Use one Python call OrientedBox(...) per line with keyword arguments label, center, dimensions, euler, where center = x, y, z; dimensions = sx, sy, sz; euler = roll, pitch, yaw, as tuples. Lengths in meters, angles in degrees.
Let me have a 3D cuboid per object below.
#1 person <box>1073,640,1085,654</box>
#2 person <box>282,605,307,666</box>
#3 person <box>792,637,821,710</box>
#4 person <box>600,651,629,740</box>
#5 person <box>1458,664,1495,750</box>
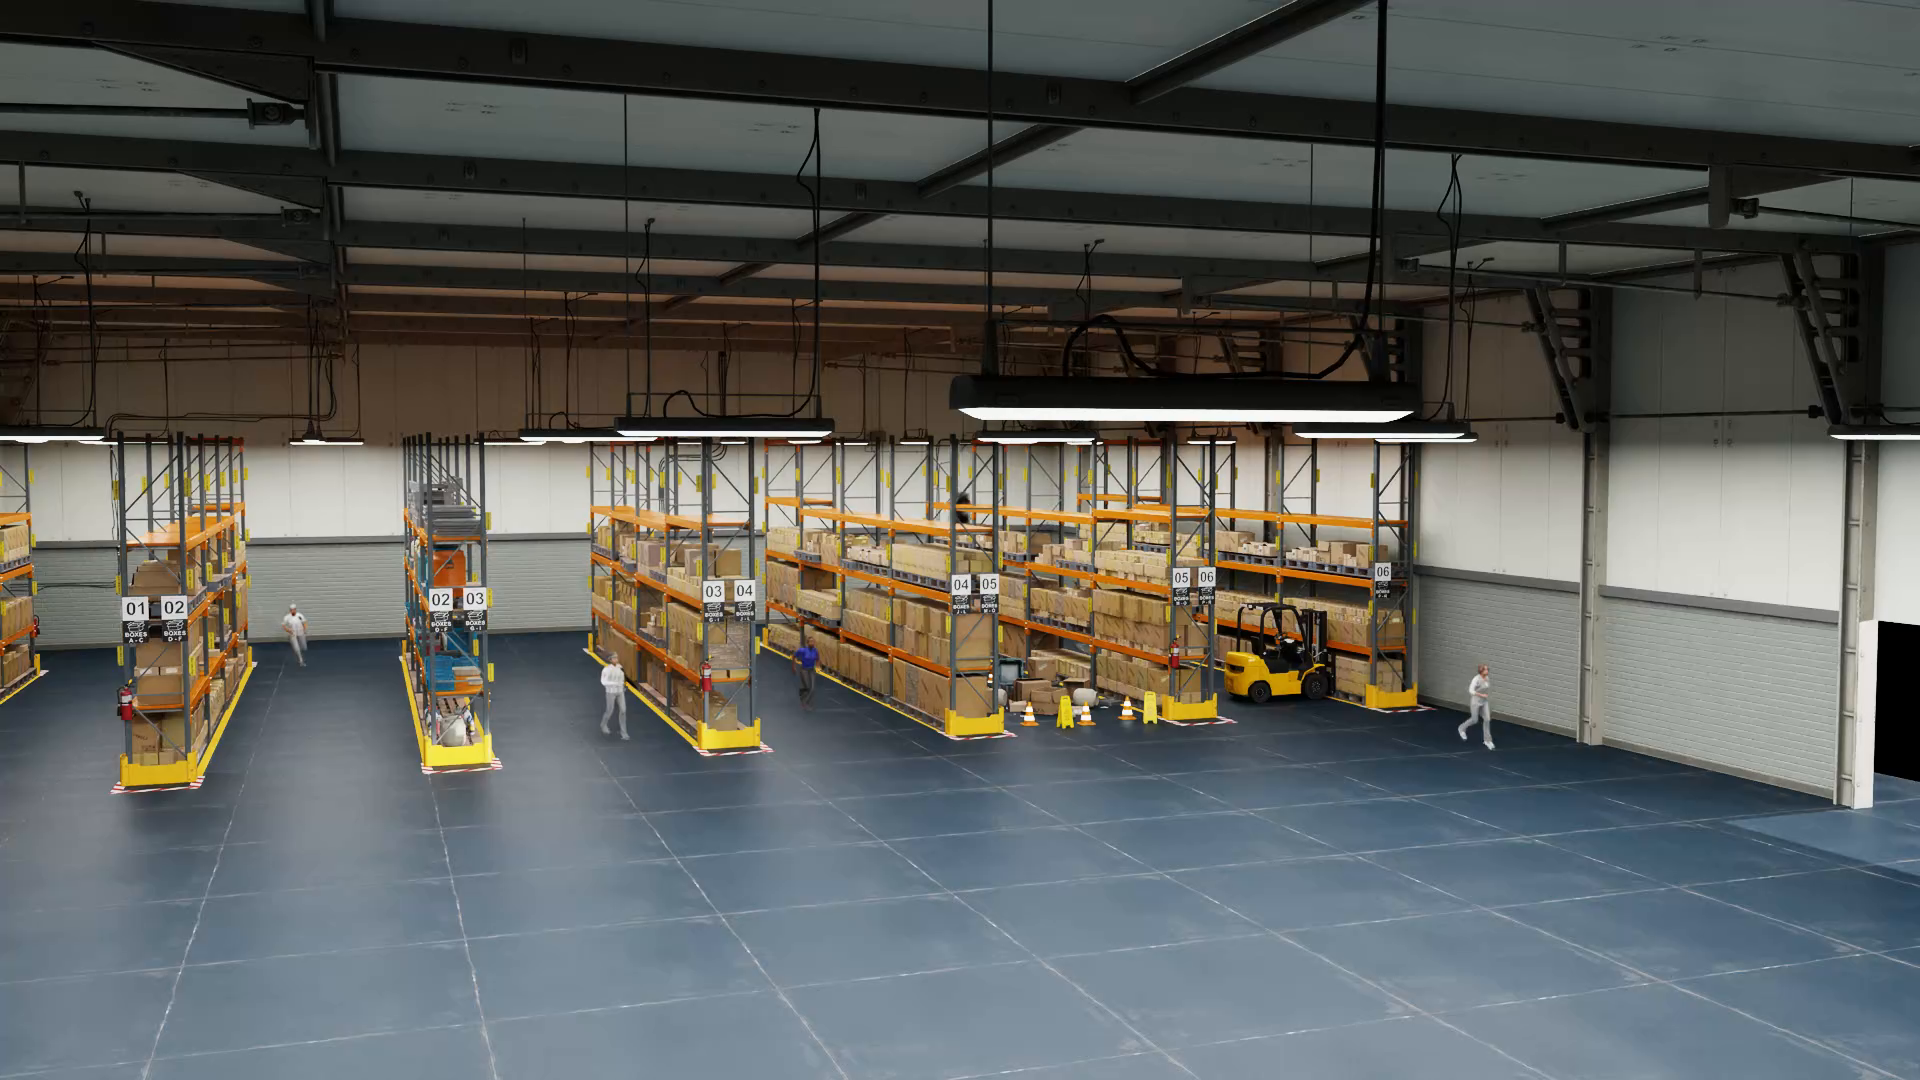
OrientedBox(label="person", center=(3.277, 2.442, 44.516), dimensions=(0.548, 1.624, 0.558), euler=(-1, 3, -16))
OrientedBox(label="person", center=(-17.468, 2.503, 43.673), dimensions=(0.642, 1.621, 0.553), euler=(-2, 4, -33))
OrientedBox(label="person", center=(-3.334, 2.966, 36.409), dimensions=(0.615, 1.516, 0.643), euler=(-2, 4, -33))
OrientedBox(label="person", center=(-6.831, 3.044, 32.809), dimensions=(0.598, 1.724, 0.896), euler=(-3, 4, -42))
OrientedBox(label="person", center=(9.934, 3.164, 31.891), dimensions=(0.563, 1.584, 0.931), euler=(-2, 4, -31))
